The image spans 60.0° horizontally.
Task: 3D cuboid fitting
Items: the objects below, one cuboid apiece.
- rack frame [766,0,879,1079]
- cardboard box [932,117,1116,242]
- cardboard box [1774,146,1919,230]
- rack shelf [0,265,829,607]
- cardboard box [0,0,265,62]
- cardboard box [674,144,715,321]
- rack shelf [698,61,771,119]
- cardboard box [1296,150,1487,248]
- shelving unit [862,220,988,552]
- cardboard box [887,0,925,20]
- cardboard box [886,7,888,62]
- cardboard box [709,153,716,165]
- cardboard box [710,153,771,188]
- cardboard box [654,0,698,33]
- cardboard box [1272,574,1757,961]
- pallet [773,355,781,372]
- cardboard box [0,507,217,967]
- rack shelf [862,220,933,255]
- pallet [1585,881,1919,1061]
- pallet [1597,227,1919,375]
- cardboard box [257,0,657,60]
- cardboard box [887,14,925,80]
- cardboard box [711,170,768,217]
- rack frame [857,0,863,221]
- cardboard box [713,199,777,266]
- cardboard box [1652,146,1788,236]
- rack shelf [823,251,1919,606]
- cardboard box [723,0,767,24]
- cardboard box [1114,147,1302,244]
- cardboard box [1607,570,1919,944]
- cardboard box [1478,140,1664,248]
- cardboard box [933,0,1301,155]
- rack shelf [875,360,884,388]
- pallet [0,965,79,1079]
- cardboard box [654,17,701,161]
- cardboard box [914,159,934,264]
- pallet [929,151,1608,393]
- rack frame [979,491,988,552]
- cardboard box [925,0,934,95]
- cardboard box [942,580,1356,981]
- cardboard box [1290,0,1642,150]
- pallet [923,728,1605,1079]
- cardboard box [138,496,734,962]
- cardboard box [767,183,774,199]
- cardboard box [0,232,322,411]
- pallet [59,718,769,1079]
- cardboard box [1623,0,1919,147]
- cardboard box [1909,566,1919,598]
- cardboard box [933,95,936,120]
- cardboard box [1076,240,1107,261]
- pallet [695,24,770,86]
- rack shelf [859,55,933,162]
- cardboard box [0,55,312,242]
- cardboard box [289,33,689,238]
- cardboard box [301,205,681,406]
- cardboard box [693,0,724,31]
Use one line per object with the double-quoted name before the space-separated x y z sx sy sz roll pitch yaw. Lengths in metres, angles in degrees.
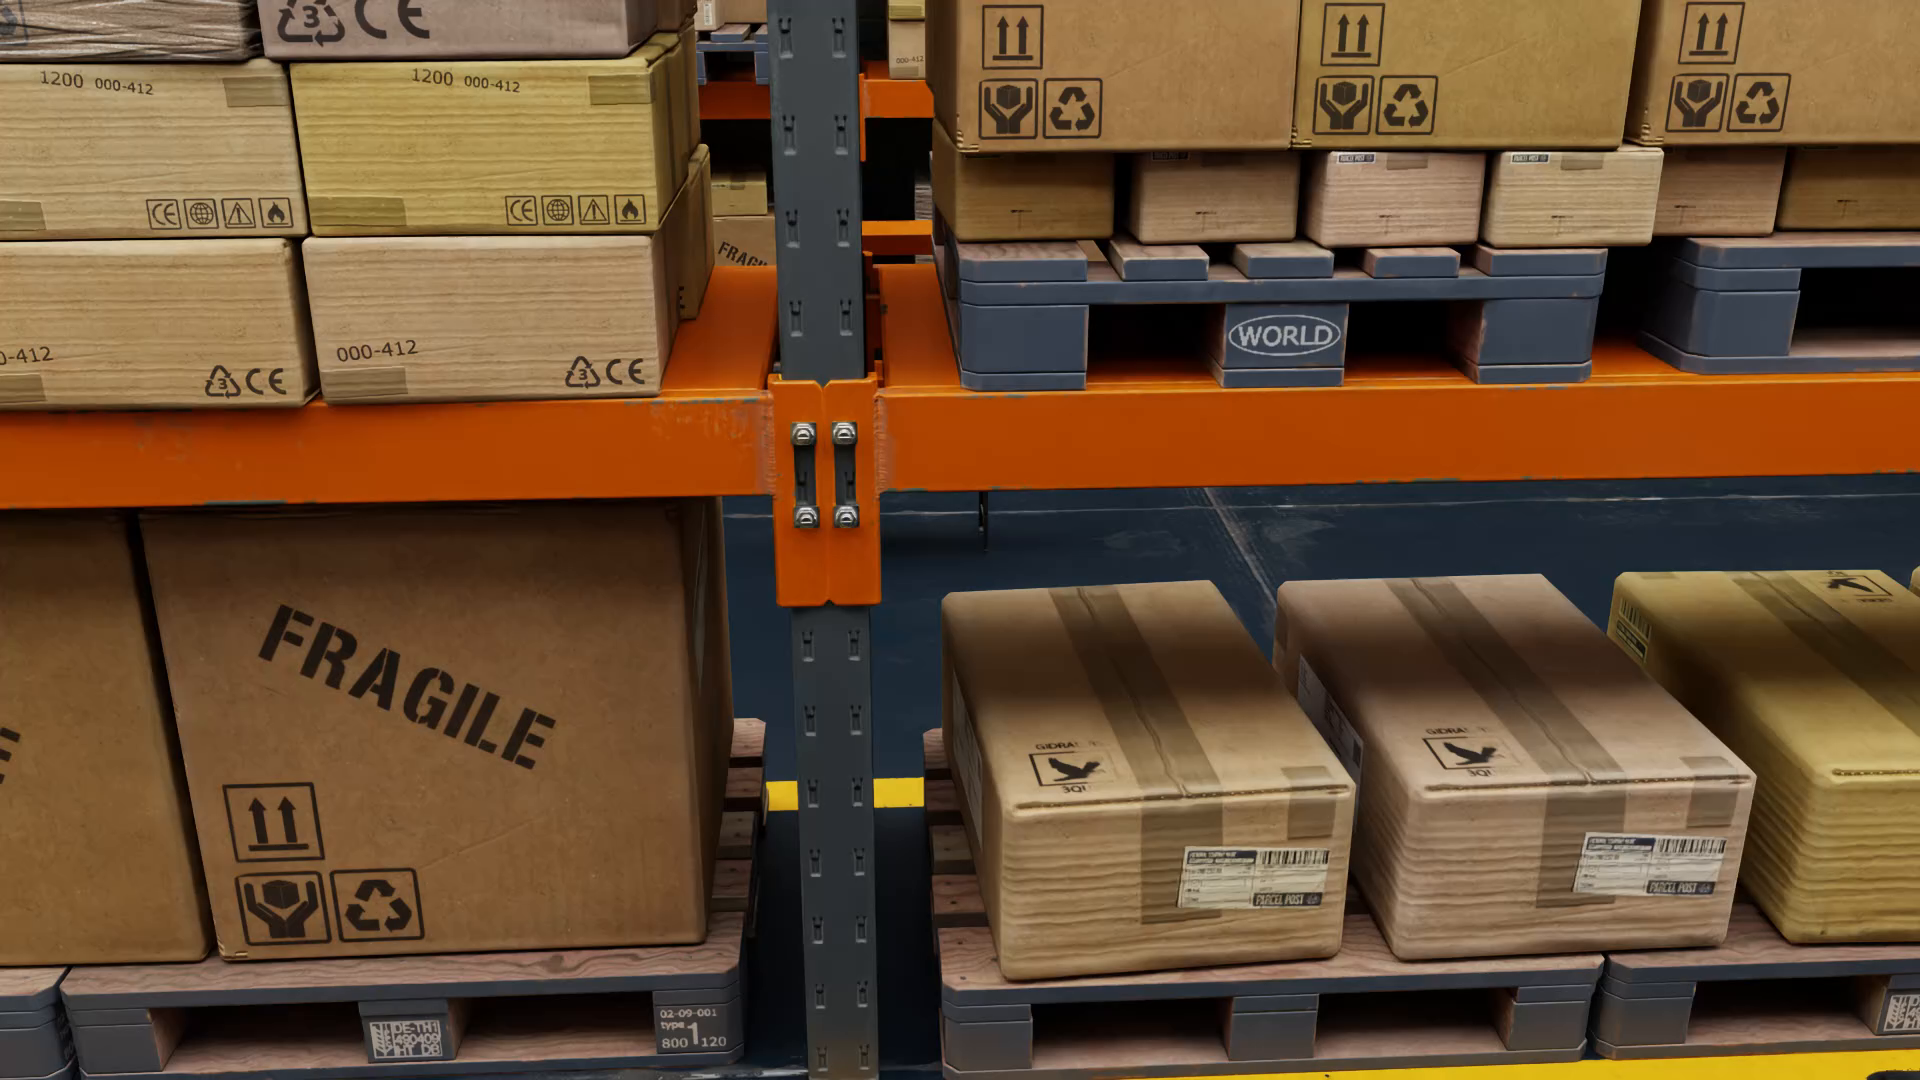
"rack frame" -0.238 -0.585 2.943 0.127 3.000 1.000 -1 21 -3
"cardboard box" 0.097 -0.605 2.757 0.250 0.149 0.380 -2 21 -6
"cardboard box" 1.448 -0.638 2.845 0.250 0.149 0.380 0 21 -1
"rack shelf" -2.235 -0.209 2.964 4.000 0.370 1.077 -1 21 -3
"cardboard box" -1.251 -0.983 2.440 0.500 0.500 0.500 -1 21 -2
"cardboard box" -0.741 -0.595 3.178 0.500 0.250 0.500 -2 21 -4
"rack shelf" -2.522 -1.972 7.595 4.000 0.370 1.077 -1 21 -3
"cardboard box" 0.657 -0.588 2.712 0.250 0.149 0.380 -3 21 -7
"shelving unit" -0.165 -0.557 5.399 0.503 1.200 0.258 -1 21 -3
"cardboard box" -0.067 -2.425 7.284 0.500 0.250 0.500 -1 21 -3
"cardboard box" -0.091 -2.378 7.863 0.500 0.250 0.500 -2 21 -4
"cardboard box" -1.331 -1.784 8.102 0.250 0.149 0.380 -1 21 -1
"cardboard box" -1.064 -1.780 8.092 0.250 0.149 0.380 0 21 0
"cardboard box" -0.745 -1.176 2.949 0.500 0.500 0.500 -2 21 -5
"cardboard box" 1.062 0.421 3.403 0.625 0.372 0.950 -2 21 -4
"pallet" -1.273 -1.044 8.066 1.213 0.211 1.003 -1 21 -3
"cardboard box" -1.823 0.212 3.243 0.875 0.875 0.875 -1 21 -2
"rack shelf" -0.165 -0.925 5.259 0.480 0.148 0.258 -1 21 -3
"pallet" 1.757 0.679 3.542 1.213 0.211 1.003 -1 21 -3
"pallet" 1.736 -0.551 3.121 1.213 0.211 1.003 -1 21 -3
"cardboard box" -0.740 -0.996 2.476 0.500 0.500 0.500 -2 21 -5
"cardboard box" -0.069 -2.201 7.396 0.500 0.250 0.500 -1 21 -3
"cardboard box" -1.004 -1.580 7.566 0.250 0.149 0.380 -2 21 -6
"rack frame" -0.525 -2.349 7.574 0.127 3.000 1.000 -1 21 -3
"cardboard box" -0.935 -1.292 7.721 0.500 0.500 0.500 -1 21 -1
"cardboard box" 1.169 -0.619 2.793 0.250 0.149 0.380 0 21 0
"rack shelf" 1.758 -0.290 3.178 4.000 0.370 1.077 -1 21 -3
"cardboard box" -1.048 -2.637 7.600 0.500 0.500 0.500 0 21 -1
"cardboard box" 0.381 -0.599 2.740 0.250 0.149 0.380 -2 21 -6
"cardboard box" 1.820 0.407 3.439 0.625 0.372 0.950 0 21 -1
"cardboard box" 0.932 -0.586 2.707 0.250 0.149 0.380 -1 21 -3
"cardboard box" 0.224 -0.894 2.605 0.500 0.500 0.500 -2 21 -5
"rack shelf" -0.165 -0.494 5.423 0.480 0.148 0.258 -1 21 -3
"pallet" -2.245 0.731 3.405 1.213 0.211 1.003 -1 21 -3
"cardboard box" -0.758 -0.826 3.084 0.500 0.250 0.500 -1 21 -3
"cardboard box" 0.098 -1.443 7.942 0.625 0.625 0.875 -1 21 -1
"pallet" 0.467 -0.548 3.114 1.003 0.211 1.213 -1 21 -3
"rack frame" 0.078 -0.562 5.412 0.015 1.200 0.240 -1 21 -3
"cardboard box" 0.200 -1.075 3.081 0.500 0.500 0.500 -2 21 -5
"cardboard box" 0.326 0.438 3.357 0.625 0.372 0.950 -3 21 -7
"cardboard box" 0.744 -0.907 2.640 0.500 0.500 0.500 0 21 0
"pallet" 0.542 0.702 3.479 1.213 0.211 1.003 -1 21 -3
"cardboard box" -0.933 0.196 3.287 0.875 0.875 0.875 -1 21 -4
"cardboard box" -0.962 -1.468 8.183 0.500 0.500 0.500 0 21 -1
"cardboard box" -1.238 -0.397 2.658 0.500 0.250 0.500 -1 21 -2
"pallet" -1.030 0.707 3.467 1.213 0.211 1.003 -1 21 -3
"cardboard box" 1.274 -0.921 2.674 0.500 0.500 0.500 -1 21 -2
"cardboard box" 2.514 0.392 3.477 0.625 0.372 0.950 0 21 0
"cardboard box" 0.075 -0.755 3.150 0.250 0.149 0.380 0 21 -1
"cardboard box" 0.750 -1.459 7.984 0.625 0.625 0.875 0 21 -1
"pallet" -1.198 -2.220 7.506 1.003 0.211 1.213 -1 21 -3
"rack shelf" 1.471 -2.053 7.809 4.000 0.370 1.077 -1 21 -3
"cardboard box" -1.219 -0.637 2.587 0.500 0.250 0.500 -2 21 -4
"cardboard box" -0.707 -0.649 2.618 0.500 0.250 0.500 -1 21 -3
"cardboard box" -0.728 -0.413 2.700 0.500 0.250 0.500 -2 21 -5
"cardboard box" -1.159 -2.278 7.151 0.250 0.149 0.380 -1 21 -2
